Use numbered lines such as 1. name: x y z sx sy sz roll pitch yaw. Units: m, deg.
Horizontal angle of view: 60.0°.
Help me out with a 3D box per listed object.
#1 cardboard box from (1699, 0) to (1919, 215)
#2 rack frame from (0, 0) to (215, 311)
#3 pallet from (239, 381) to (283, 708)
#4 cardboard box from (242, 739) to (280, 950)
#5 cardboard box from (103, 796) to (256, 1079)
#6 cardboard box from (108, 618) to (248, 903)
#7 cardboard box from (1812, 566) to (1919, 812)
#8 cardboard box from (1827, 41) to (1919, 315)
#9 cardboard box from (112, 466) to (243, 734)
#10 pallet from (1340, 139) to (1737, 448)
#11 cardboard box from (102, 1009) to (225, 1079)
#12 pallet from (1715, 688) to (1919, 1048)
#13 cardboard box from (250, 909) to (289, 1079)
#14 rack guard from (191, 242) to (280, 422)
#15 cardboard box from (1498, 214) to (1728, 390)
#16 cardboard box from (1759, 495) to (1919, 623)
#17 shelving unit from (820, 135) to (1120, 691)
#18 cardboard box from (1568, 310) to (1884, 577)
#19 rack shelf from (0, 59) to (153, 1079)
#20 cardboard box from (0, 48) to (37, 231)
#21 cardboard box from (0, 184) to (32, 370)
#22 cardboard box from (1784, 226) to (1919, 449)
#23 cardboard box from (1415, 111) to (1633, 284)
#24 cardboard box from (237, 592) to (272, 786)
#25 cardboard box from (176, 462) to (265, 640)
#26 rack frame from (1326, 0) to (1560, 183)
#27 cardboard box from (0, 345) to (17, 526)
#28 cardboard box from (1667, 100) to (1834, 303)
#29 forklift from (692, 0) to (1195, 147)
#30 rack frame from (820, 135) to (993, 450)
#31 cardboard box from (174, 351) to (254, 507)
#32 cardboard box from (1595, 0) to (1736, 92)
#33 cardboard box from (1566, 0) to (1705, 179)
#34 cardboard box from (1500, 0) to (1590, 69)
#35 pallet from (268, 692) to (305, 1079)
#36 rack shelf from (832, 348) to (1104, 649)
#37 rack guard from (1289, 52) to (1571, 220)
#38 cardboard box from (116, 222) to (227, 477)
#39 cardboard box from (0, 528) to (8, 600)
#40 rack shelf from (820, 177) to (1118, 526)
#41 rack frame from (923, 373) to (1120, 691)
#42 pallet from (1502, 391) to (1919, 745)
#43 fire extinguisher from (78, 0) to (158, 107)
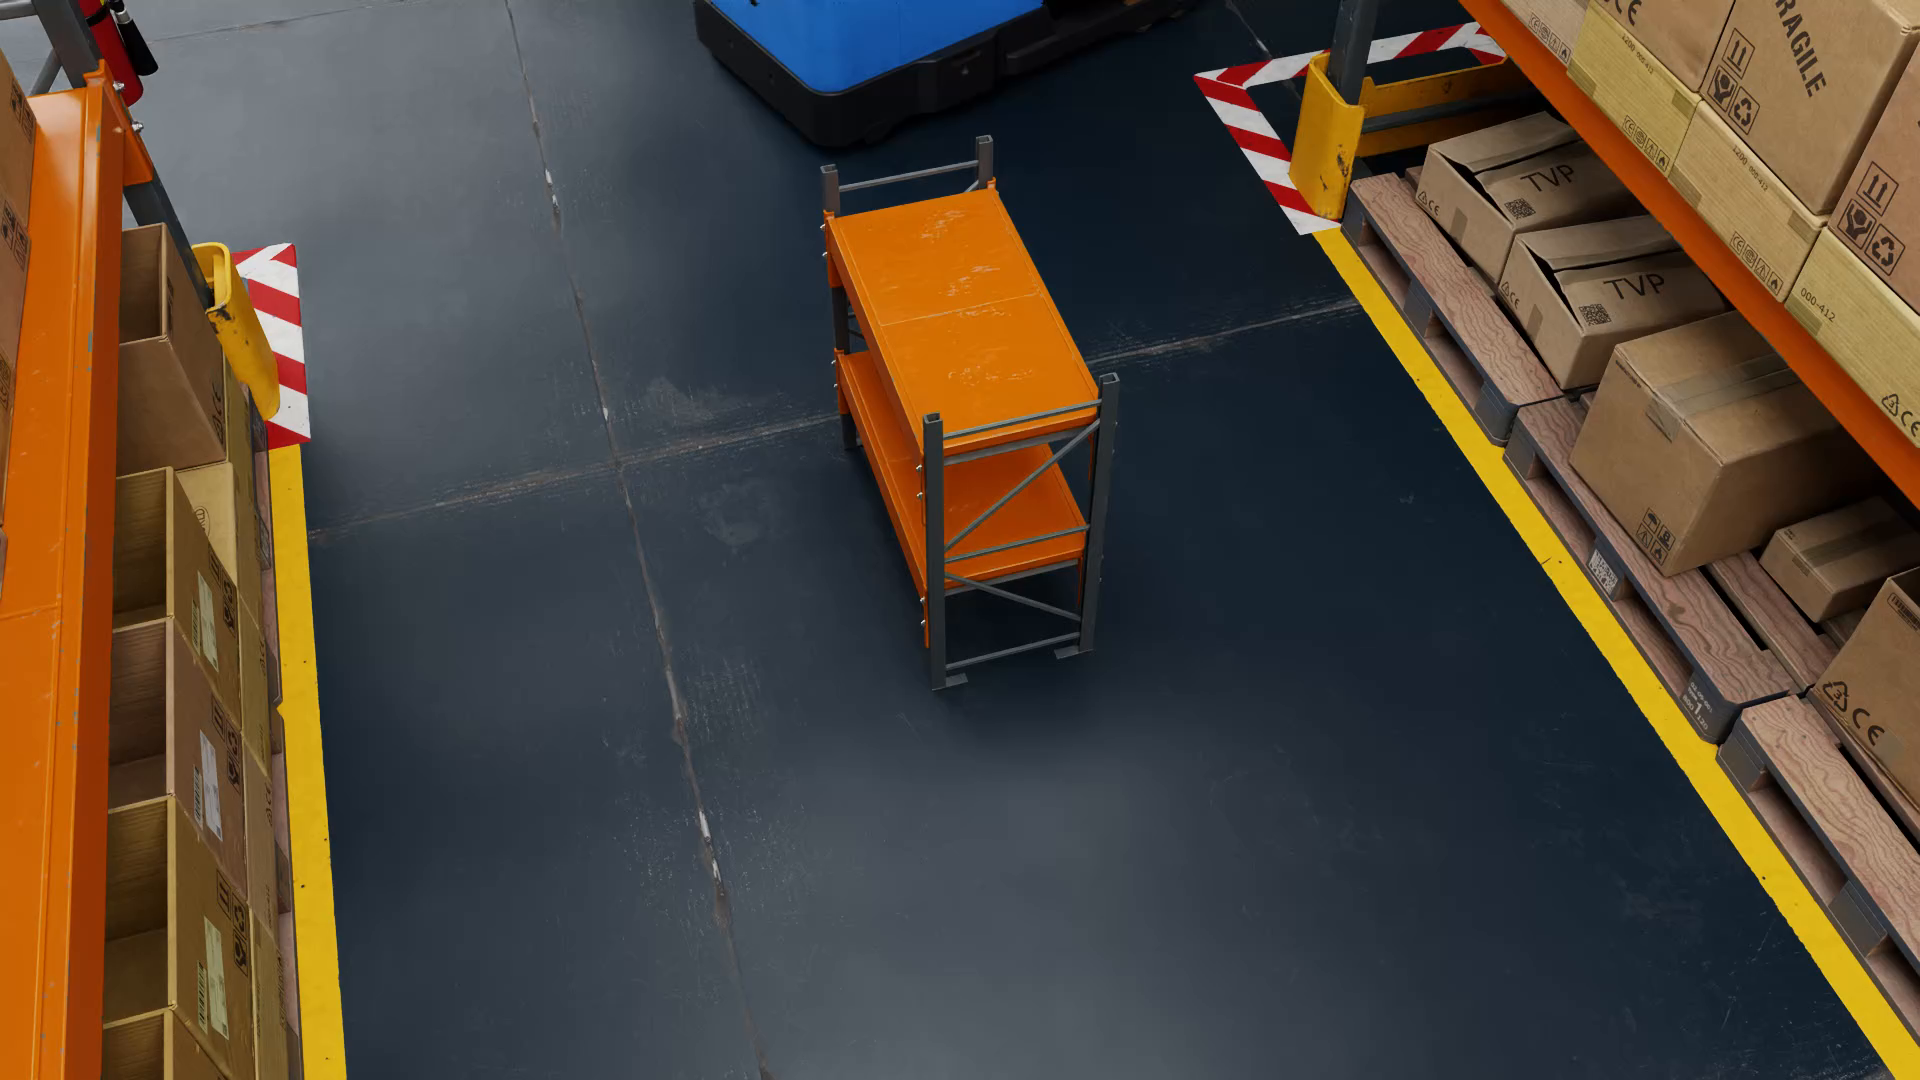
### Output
1. cardboard box: 2.145 -1.141 3.844 0.500 0.500 0.500 -12 51 -10
2. rack frame: -2.888 -1.351 4.427 1.000 3.000 0.127 -13 51 -11
3. pallet: -2.621 0.097 5.030 1.003 0.211 1.213 -13 51 -11
4. cardboard box: -1.992 0.818 4.123 0.500 0.250 0.500 -13 51 -11
5. cardboard box: -1.839 0.940 3.529 0.500 0.500 0.500 -13 51 -11
6. cardboard box: -1.988 0.575 3.837 0.500 0.500 0.500 -13 51 -11
7. cardboard box: 2.681 0.363 4.330 0.500 0.500 0.500 -17 52 -14
8. cardboard box: 2.299 -0.761 3.524 0.500 0.500 0.500 -15 51 -12
9. cardboard box: -2.135 0.210 4.145 0.500 0.500 0.500 -13 51 -11
10. pallet: 2.072 -0.918 5.886 1.003 0.211 1.213 -13 51 -11
11. cardboard box: -1.698 1.307 3.220 0.500 0.500 0.500 -13 51 -11
12. pallet: 2.794 0.864 4.384 1.003 0.211 1.213 -13 51 -11
13. cardboard box: -1.838 1.181 3.816 0.500 0.250 0.500 -13 51 -11
14. rack guard: -2.895 -0.563 5.398 1.175 0.500 0.348 -13 51 -11
15. cardboard box: 2.131 -0.807 5.439 0.500 0.311 0.500 -10 51 -8
16. cardboard box: 2.572 0.052 4.821 0.380 0.149 0.250 -17 52 -14
17. shelving unit: 0.002 -0.358 4.816 0.538 1.125 1.048 -13 51 -11
18. cardboard box: 2.300 -0.321 4.906 0.700 0.500 0.500 -16 52 -13
19. rack shelf: -2.296 0.342 3.471 1.077 0.370 4.000 -13 51 -11
20. cardboard box: -2.762 -1.039 4.099 0.700 0.500 0.500 -13 51 -11
21. cardboard box: -2.602 -0.657 3.777 0.700 0.500 0.500 -12 51 -10
22. cardboard box: 2.294 -0.517 3.809 0.500 0.250 0.500 -14 51 -11
23. cardboard box: 1.962 -1.223 5.790 0.500 0.311 0.500 -19 52 -15
24. cardboard box: -2.138 0.452 4.431 0.500 0.250 0.500 -13 51 -11
25. cardboard box: -2.287 0.087 4.738 0.500 0.250 0.500 -13 51 -11
26. rack frame: 1.843 -2.474 5.374 1.000 3.000 0.127 -13 51 -11
27. cardboard box: -2.461 -0.293 3.470 0.700 0.500 0.500 -13 51 -11
28. cardboard box: 2.144 -0.885 4.119 0.500 0.250 0.500 -13 51 -11
29. forklift: 0.391 -3.397 6.196 3.031 2.935 1.130 -30 56 -23
30. rack frame: -0.148 -0.729 5.129 0.500 1.125 0.032 -13 51 -11
31. cardboard box: -2.447 -0.275 5.044 0.500 0.250 0.500 -13 51 -11
32. cardboard box: 1.981 -1.515 4.160 0.500 0.500 0.500 -15 51 -12
33. cardboard box: 1.997 -1.254 4.431 0.500 0.250 0.500 -14 51 -12
34. cardboard box: 1.852 -1.628 4.745 0.500 0.250 0.500 -15 51 -12
35. pallet: -2.264 0.986 4.280 1.003 0.211 1.213 -13 51 -11
36. rack shelf: 0.002 -0.200 5.003 0.538 0.278 1.000 -13 51 -11
37. rack guard: 1.866 -1.613 6.283 1.175 0.500 0.348 -13 51 -11
38. cardboard box: -2.445 -0.517 4.758 0.500 0.500 0.500 -13 51 -11
39. cardboard box: -2.301 0.091 3.146 0.700 0.500 0.500 -12 51 -10
40. rack shelf: 0.002 -0.546 4.592 0.538 0.278 1.000 -13 51 -11
41. rack frame: 0.152 0.014 4.503 0.500 1.125 0.032 -13 51 -11
42. pallet: 2.429 -0.029 5.136 1.003 0.211 1.213 -13 51 -11
43. fire extinguisher: -2.479 -1.517 4.618 0.296 0.674 0.183 -13 51 -11
